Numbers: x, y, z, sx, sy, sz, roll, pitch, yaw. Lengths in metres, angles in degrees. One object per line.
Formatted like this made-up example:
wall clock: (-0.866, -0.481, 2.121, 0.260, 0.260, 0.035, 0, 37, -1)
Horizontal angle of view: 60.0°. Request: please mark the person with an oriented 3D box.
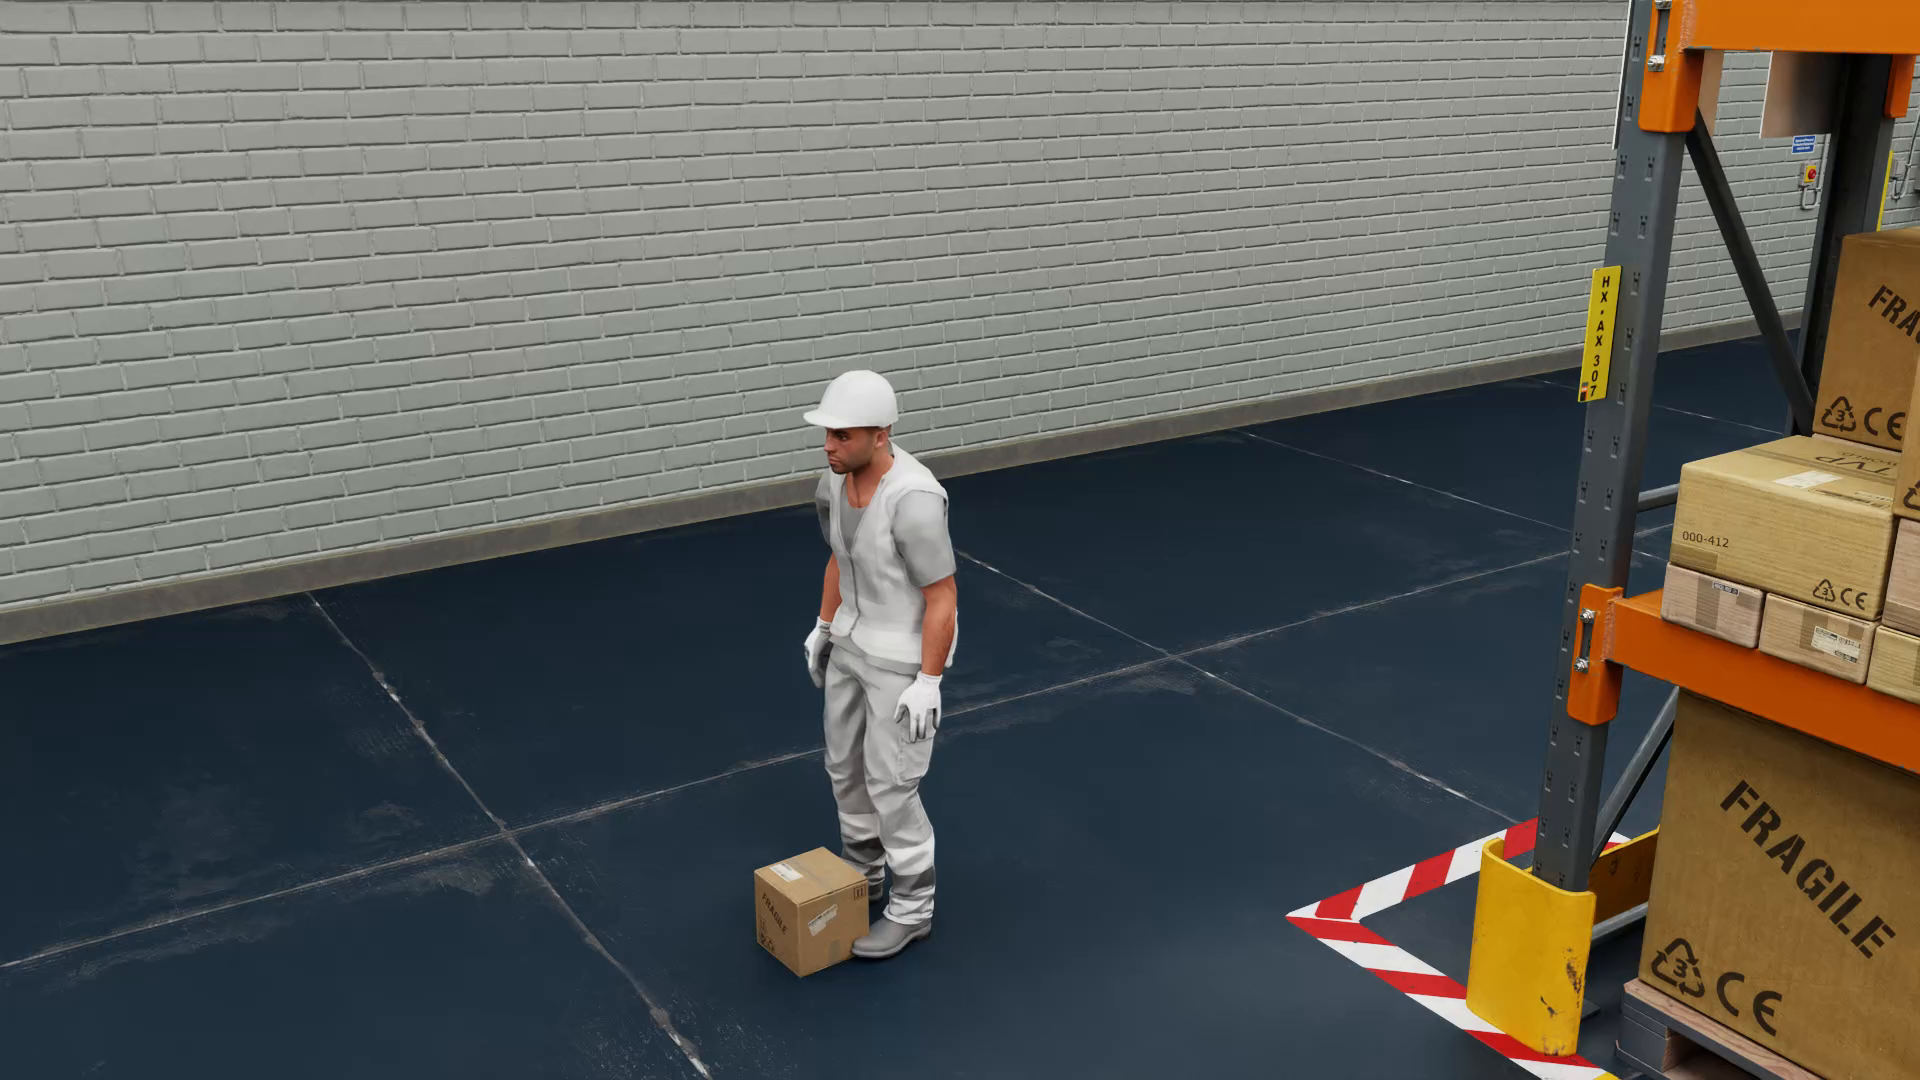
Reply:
person: (-0.251, 0.362, 4.910, 0.453, 1.778, 0.615, -13, 22, -35)
